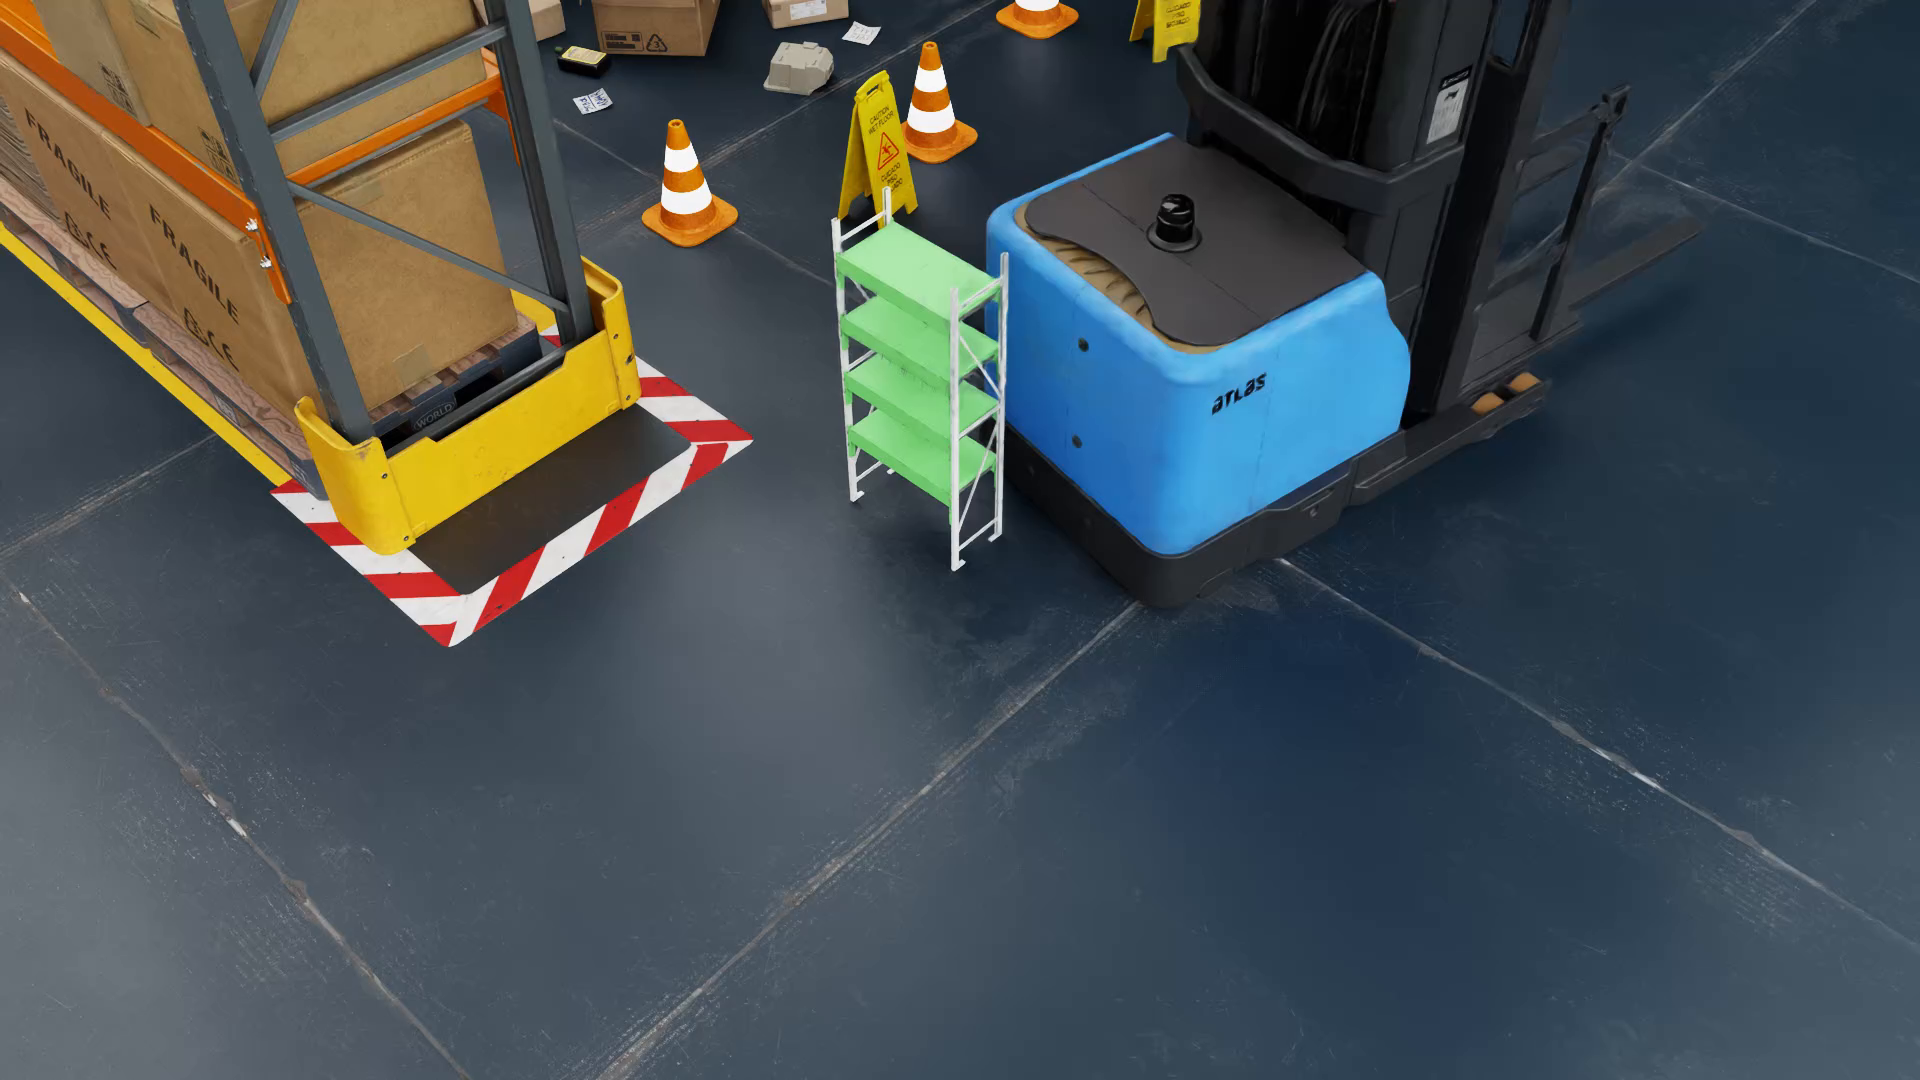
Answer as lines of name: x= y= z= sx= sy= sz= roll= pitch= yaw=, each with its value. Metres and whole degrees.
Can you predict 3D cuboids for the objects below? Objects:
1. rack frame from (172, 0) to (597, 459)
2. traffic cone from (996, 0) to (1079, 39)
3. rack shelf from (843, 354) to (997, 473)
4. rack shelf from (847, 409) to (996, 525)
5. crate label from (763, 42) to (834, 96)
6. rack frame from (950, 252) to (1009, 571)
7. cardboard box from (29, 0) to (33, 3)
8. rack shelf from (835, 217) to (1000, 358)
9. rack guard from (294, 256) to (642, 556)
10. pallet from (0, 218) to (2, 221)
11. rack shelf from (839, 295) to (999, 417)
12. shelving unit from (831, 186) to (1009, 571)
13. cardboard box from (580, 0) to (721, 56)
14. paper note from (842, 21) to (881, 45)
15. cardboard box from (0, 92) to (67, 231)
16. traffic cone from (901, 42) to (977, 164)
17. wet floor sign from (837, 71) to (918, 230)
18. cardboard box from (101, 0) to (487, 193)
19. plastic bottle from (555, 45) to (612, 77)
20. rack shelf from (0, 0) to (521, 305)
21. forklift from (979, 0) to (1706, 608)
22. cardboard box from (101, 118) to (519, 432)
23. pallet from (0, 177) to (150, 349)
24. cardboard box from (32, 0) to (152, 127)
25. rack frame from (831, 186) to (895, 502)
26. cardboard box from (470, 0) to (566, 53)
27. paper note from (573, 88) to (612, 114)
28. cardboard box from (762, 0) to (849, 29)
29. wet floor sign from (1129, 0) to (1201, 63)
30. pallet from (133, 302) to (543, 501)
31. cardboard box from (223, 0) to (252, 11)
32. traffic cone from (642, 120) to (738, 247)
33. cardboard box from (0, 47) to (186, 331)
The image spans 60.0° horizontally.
rack frame: x=-1.713 y=-1.364 z=4.973 sx=0.127 sy=3.000 sz=1.000 roll=34 pitch=55 yaw=28
traffic cone: x=0.379 y=-2.718 z=7.985 sx=0.334 sy=0.463 sz=0.336 roll=34 pitch=55 yaw=28
rack shelf: x=-0.122 y=-0.449 z=5.436 sx=0.480 sy=0.148 sz=0.258 roll=34 pitch=55 yaw=28
rack shelf: x=-0.122 y=-0.285 z=5.611 sx=0.480 sy=0.148 sz=0.258 roll=34 pitch=55 yaw=28
crate label: x=-0.744 y=-2.200 z=7.721 sx=0.298 sy=0.136 sz=0.250 roll=9 pitch=48 yaw=9
rack frame: x=0.058 y=-0.372 z=5.276 sx=0.015 sy=1.200 sz=0.240 roll=34 pitch=55 yaw=28
cardboard box: x=-2.762 y=-2.178 z=5.635 sx=0.550 sy=0.550 sz=0.875 roll=34 pitch=55 yaw=28
rack shelf: x=-0.122 y=-0.777 z=5.086 sx=0.480 sy=0.148 sz=0.258 roll=34 pitch=55 yaw=28
rack guard: x=-1.695 y=-0.496 z=5.873 sx=0.348 sy=0.500 sz=1.175 roll=34 pitch=55 yaw=28
pallet: x=-4.147 y=-1.969 z=7.454 sx=1.213 sy=0.211 sz=1.003 roll=34 pitch=55 yaw=28
rack shelf: x=-0.122 y=-0.613 z=5.261 sx=0.480 sy=0.148 sz=0.258 roll=34 pitch=55 yaw=28
shelving unit: x=-0.122 y=-0.493 z=5.389 sx=0.503 sy=1.200 sz=0.258 roll=34 pitch=55 yaw=28
cardboard box: x=-1.438 y=-2.723 z=7.962 sx=0.637 sy=0.503 sz=0.797 roll=2 pitch=47 yaw=2
paper note: x=-0.475 y=-2.450 z=8.029 sx=0.142 sy=0.019 sz=0.148 roll=17 pitch=49 yaw=15
cardboard box: x=-3.573 y=-1.966 z=6.707 sx=0.875 sy=0.875 sz=0.875 roll=34 pitch=56 yaw=28
traffic cone: x=-0.124 y=-1.956 z=7.269 sx=0.334 sy=0.463 sz=0.336 roll=34 pitch=55 yaw=28
wet floor sign: x=-0.349 y=-1.604 z=6.813 sx=0.232 sy=0.644 sz=0.267 roll=25 pitch=52 yaw=22
cardboard box: x=-2.016 y=-1.574 z=5.067 sx=0.550 sy=0.550 sz=0.875 roll=34 pitch=55 yaw=28
plastic bottle: x=-1.798 y=-2.262 z=7.832 sx=0.283 sy=0.061 sz=0.133 roll=17 pitch=49 yaw=15
rack shelf: x=-3.183 y=-2.106 z=6.163 sx=4.000 sy=0.370 sz=1.077 roll=34 pitch=55 yaw=28
forklift: x=1.559 y=-1.660 z=5.298 sx=3.031 sy=2.935 sz=1.130 roll=-28 pitch=53 yaw=-24
cardboard box: x=-2.256 y=-1.080 z=5.876 sx=0.875 sy=0.875 sz=0.875 roll=34 pitch=56 yaw=28
pallet: x=-3.246 y=-1.366 z=6.888 sx=1.213 sy=0.211 sz=1.003 roll=34 pitch=55 yaw=28
cardboard box: x=-2.435 y=-1.834 z=5.312 sx=0.550 sy=0.550 sz=0.875 roll=34 pitch=55 yaw=28
rack frame: x=-0.301 y=-0.613 z=5.503 sx=0.015 sy=1.200 sz=0.240 roll=34 pitch=55 yaw=28
cardboard box: x=-2.140 y=-2.542 z=7.955 sx=0.396 sy=0.266 sz=0.258 roll=-29 pitch=53 yaw=-25
paper note: x=-1.683 y=-2.011 z=7.618 sx=0.144 sy=0.017 sz=0.142 roll=-21 pitch=50 yaw=-18
cardboard box: x=-0.763 y=-2.655 z=8.141 sx=0.380 sy=0.149 sz=0.250 roll=-13 pitch=48 yaw=-12
wet floor sign: x=0.984 y=-2.592 z=7.741 sx=0.267 sy=0.644 sz=0.232 roll=-21 pitch=50 yaw=-18
pallet: x=-2.354 y=-0.762 z=6.321 sx=1.213 sy=0.211 sz=1.003 roll=34 pitch=55 yaw=28
cardboard box: x=-1.959 y=-1.989 z=4.716 sx=0.550 sy=0.550 sz=0.875 roll=34 pitch=55 yaw=28
traffic cone: x=-1.140 y=-1.518 z=6.858 sx=0.334 sy=0.463 sz=0.336 roll=34 pitch=55 yaw=28
cardboard box: x=-2.904 y=-1.514 z=6.283 sx=0.875 sy=0.875 sz=0.875 roll=33 pitch=55 yaw=27
